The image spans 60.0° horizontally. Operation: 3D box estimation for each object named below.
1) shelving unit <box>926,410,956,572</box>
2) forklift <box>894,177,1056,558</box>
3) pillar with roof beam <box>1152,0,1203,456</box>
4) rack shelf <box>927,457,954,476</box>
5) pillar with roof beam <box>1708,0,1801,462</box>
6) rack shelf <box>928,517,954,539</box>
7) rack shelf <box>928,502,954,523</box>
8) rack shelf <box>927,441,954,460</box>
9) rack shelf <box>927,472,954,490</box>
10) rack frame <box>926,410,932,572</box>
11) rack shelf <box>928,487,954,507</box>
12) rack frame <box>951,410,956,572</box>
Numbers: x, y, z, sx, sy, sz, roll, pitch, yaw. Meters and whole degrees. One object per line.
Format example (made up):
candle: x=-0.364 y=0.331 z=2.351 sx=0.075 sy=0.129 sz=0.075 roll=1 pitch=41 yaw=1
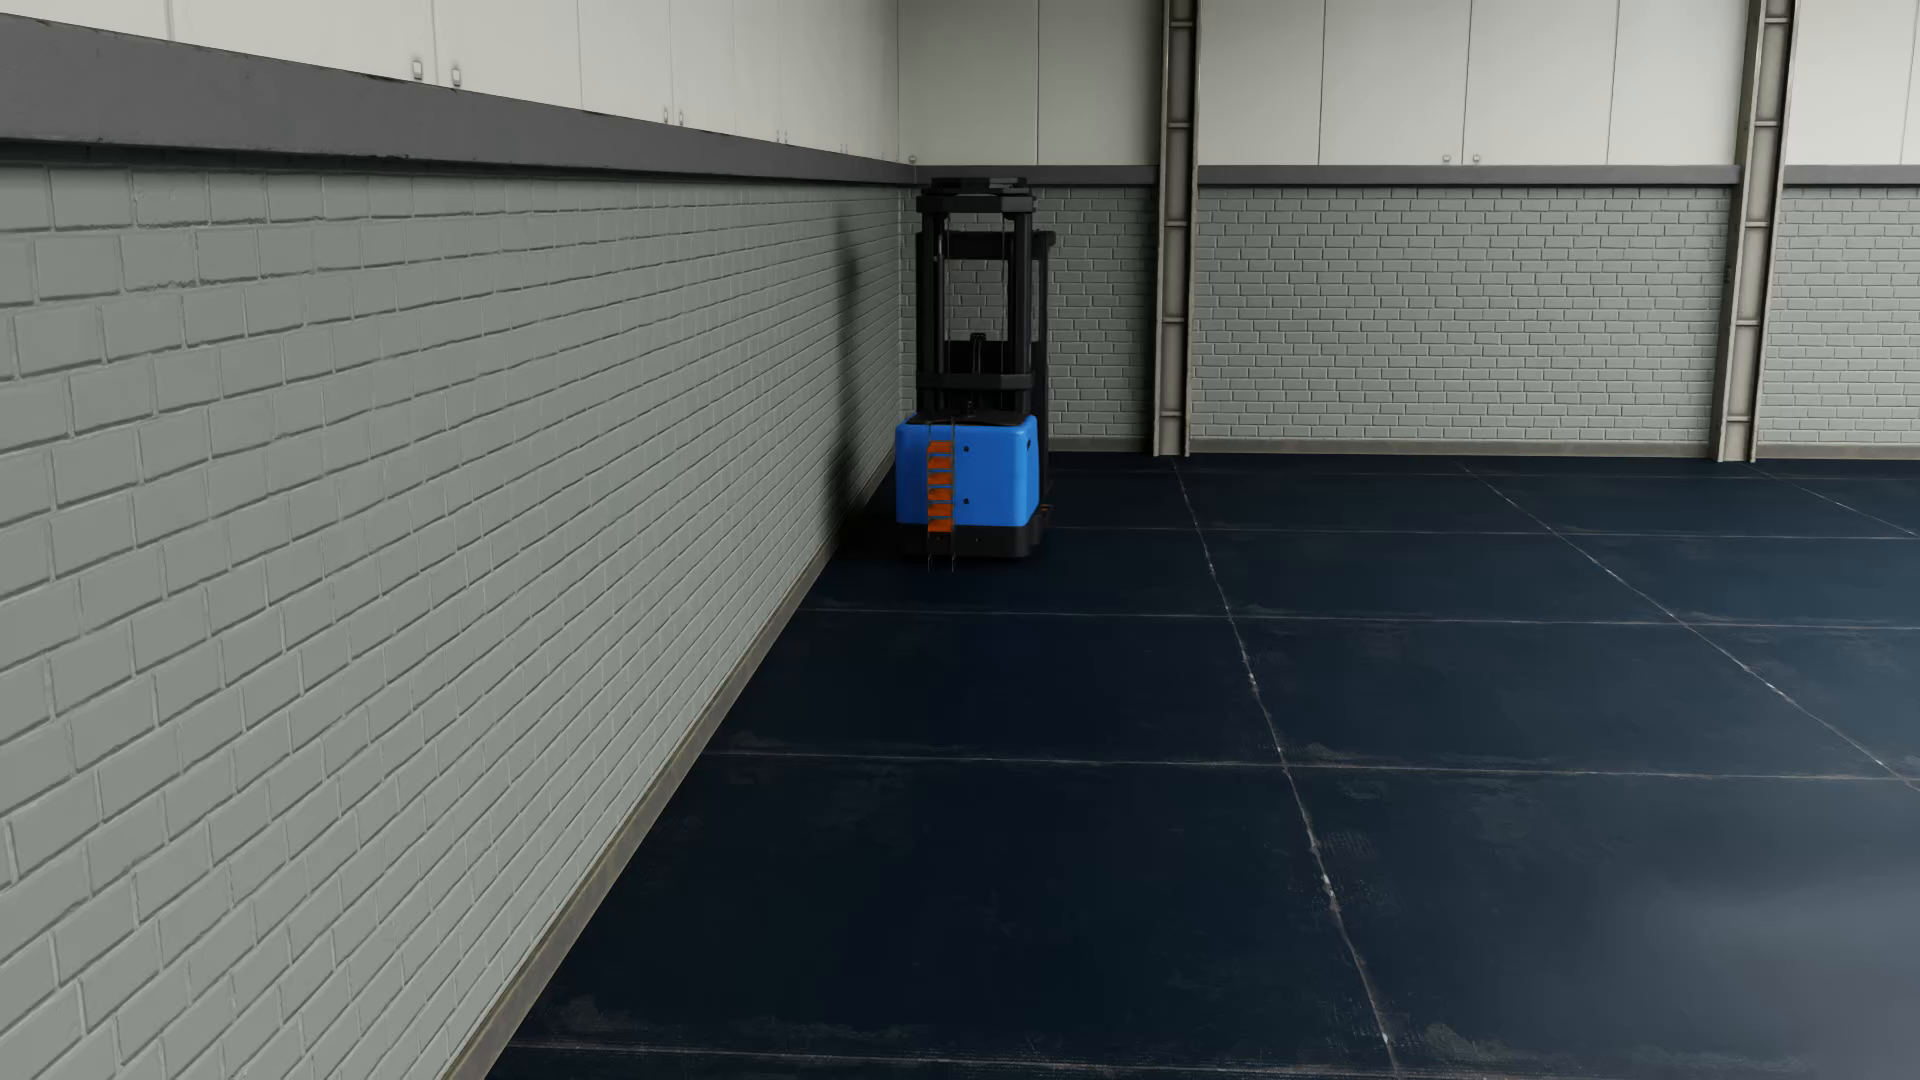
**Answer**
shelving unit: x=-0.142 y=-0.368 z=12.571 sx=0.189 sy=1.200 sz=0.258 roll=1 pitch=14 yaw=5
forklift: x=0.218 y=-1.549 z=14.013 sx=1.130 sy=2.935 sz=3.031 roll=2 pitch=12 yaw=8
pillar with roof beam: x=2.026 y=-4.472 z=13.169 sx=0.400 sy=9.000 sz=9.100 roll=1 pitch=12 yaw=4
rack shelf: x=-0.143 y=-0.558 z=12.524 sx=0.180 sy=0.103 sz=0.258 roll=1 pitch=14 yaw=5
pillar with roof beam: x=8.013 y=-4.390 z=12.776 sx=0.400 sy=9.000 sz=9.100 roll=1 pitch=12 yaw=4
rack shelf: x=-0.141 y=-0.092 z=12.641 sx=0.180 sy=0.103 sz=0.258 roll=1 pitch=14 yaw=5
rack shelf: x=-0.142 y=-0.209 z=12.612 sx=0.180 sy=0.103 sz=0.258 roll=1 pitch=14 yaw=5
rack shelf: x=-0.144 y=-0.674 z=12.494 sx=0.180 sy=0.103 sz=0.258 roll=1 pitch=14 yaw=5
rack shelf: x=-0.143 y=-0.441 z=12.553 sx=0.180 sy=0.103 sz=0.258 roll=1 pitch=14 yaw=5
rack frame: x=-0.233 y=-0.370 z=12.580 sx=0.006 sy=1.200 sz=0.240 roll=1 pitch=14 yaw=5
rack shelf: x=-0.142 y=-0.325 z=12.582 sx=0.180 sy=0.103 sz=0.258 roll=1 pitch=14 yaw=5
rack frame: x=-0.051 y=-0.367 z=12.563 sx=0.006 sy=1.200 sz=0.240 roll=1 pitch=14 yaw=5
